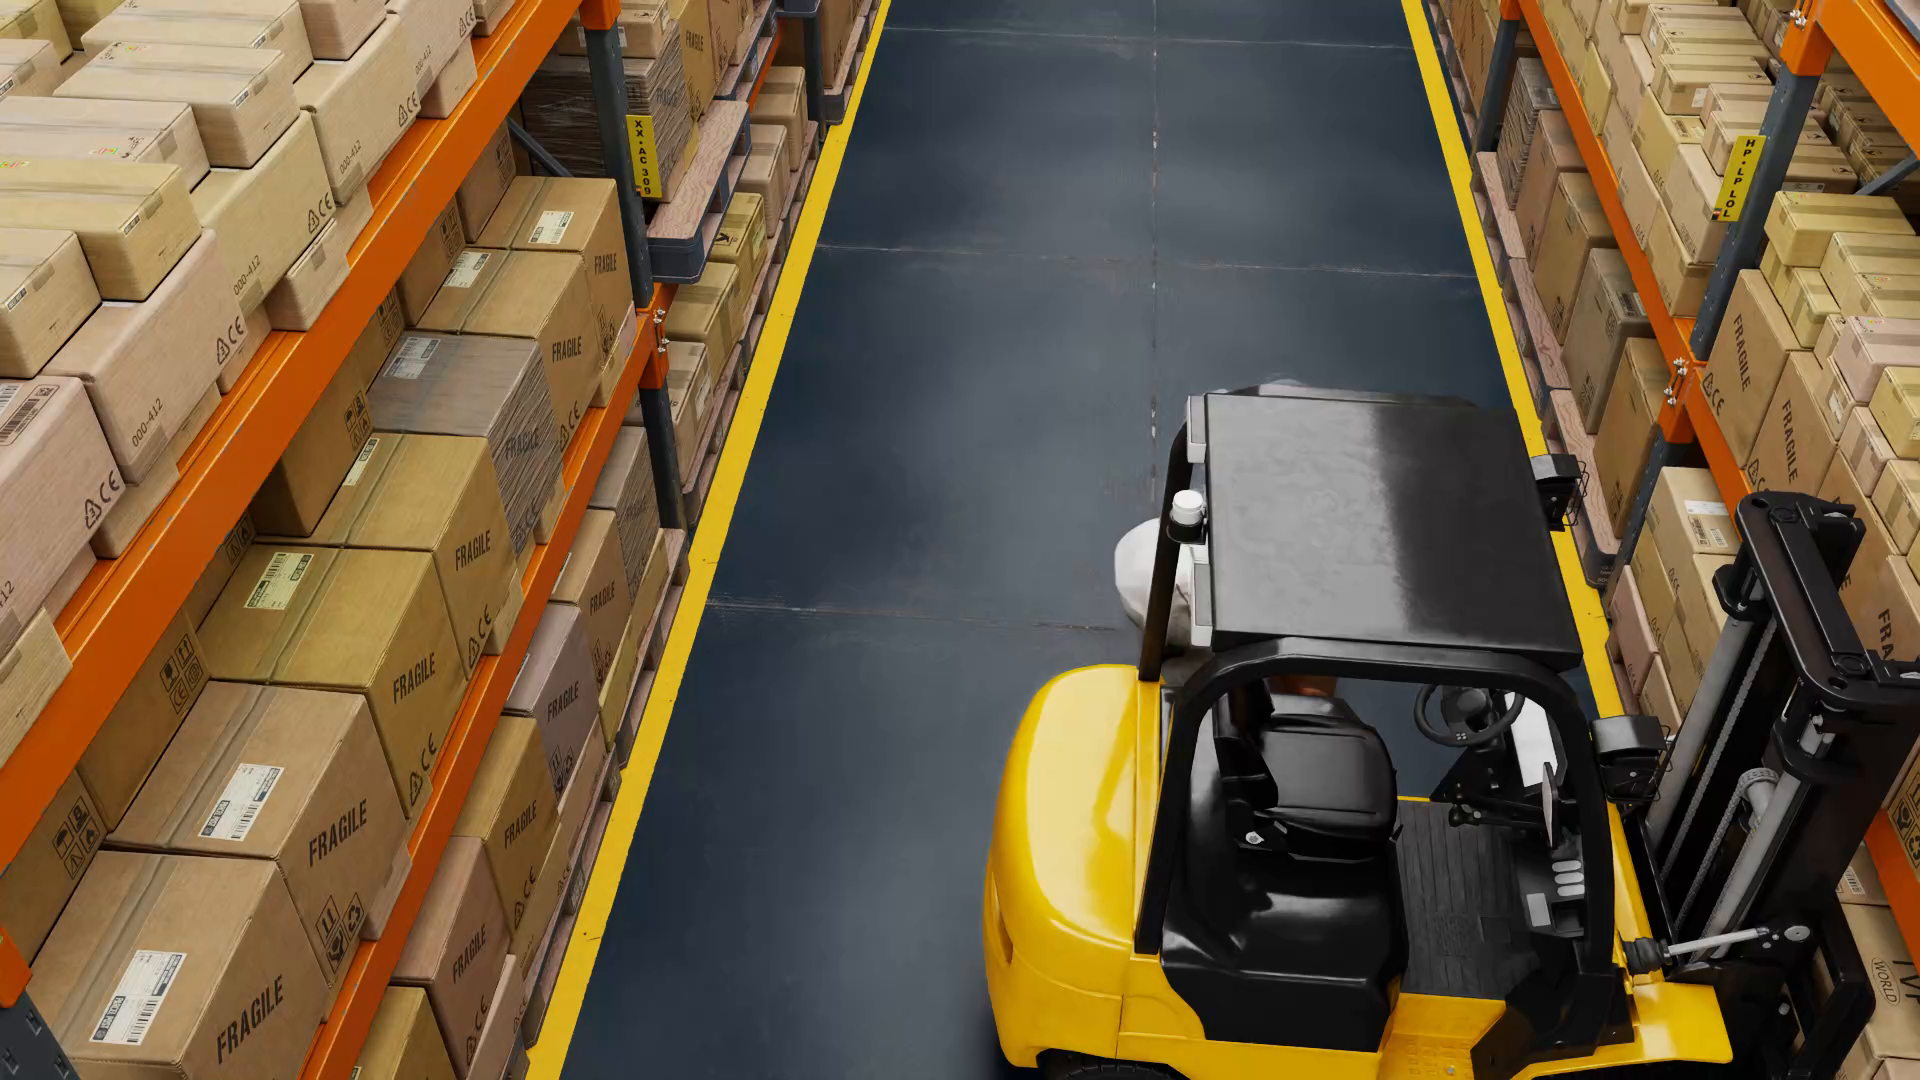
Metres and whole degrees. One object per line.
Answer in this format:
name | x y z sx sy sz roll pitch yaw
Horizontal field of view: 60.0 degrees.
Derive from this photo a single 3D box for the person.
person | 1.058 0.266 6.563 0.918 0.763 0.508 2 40 3
